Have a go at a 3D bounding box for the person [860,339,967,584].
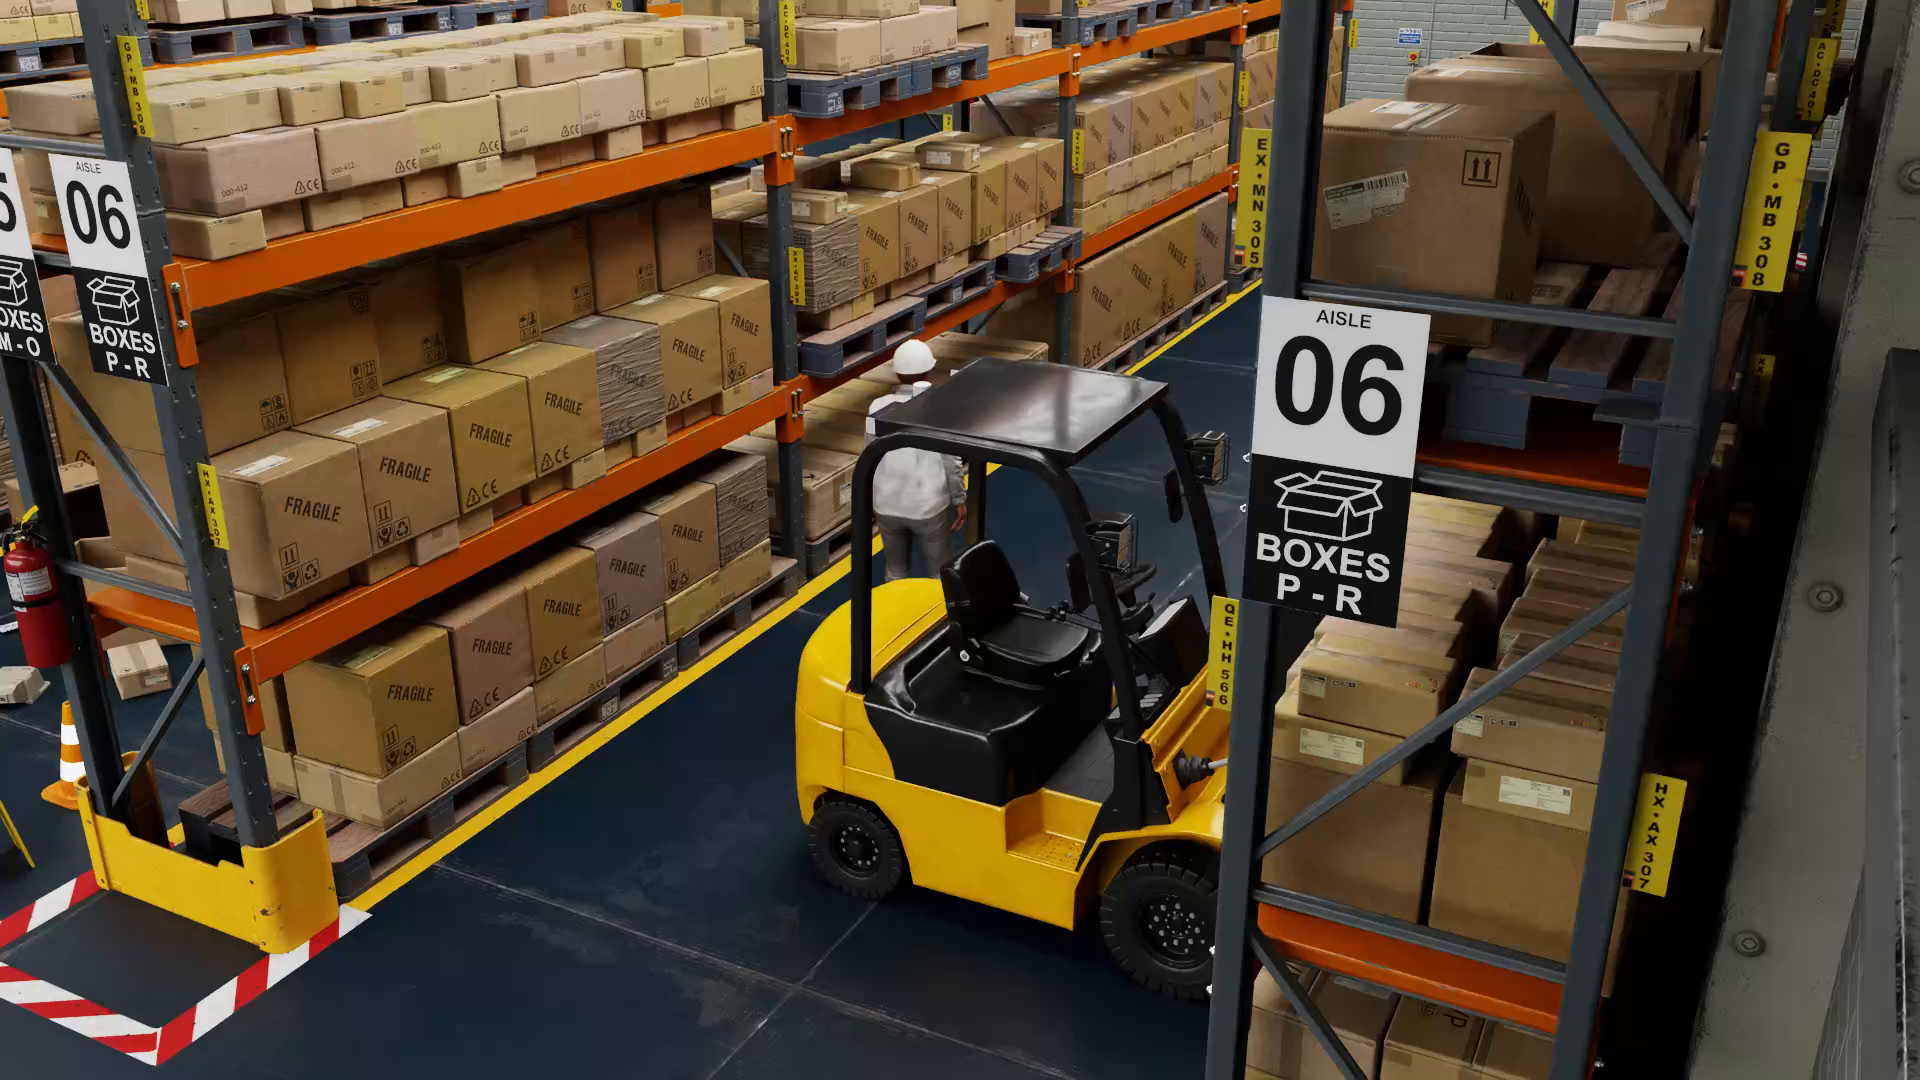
[{"bbox_3d":[-0.246,-0.213,9.072,0.595,1.770,0.459,8,24,19],"label":"person"}]
